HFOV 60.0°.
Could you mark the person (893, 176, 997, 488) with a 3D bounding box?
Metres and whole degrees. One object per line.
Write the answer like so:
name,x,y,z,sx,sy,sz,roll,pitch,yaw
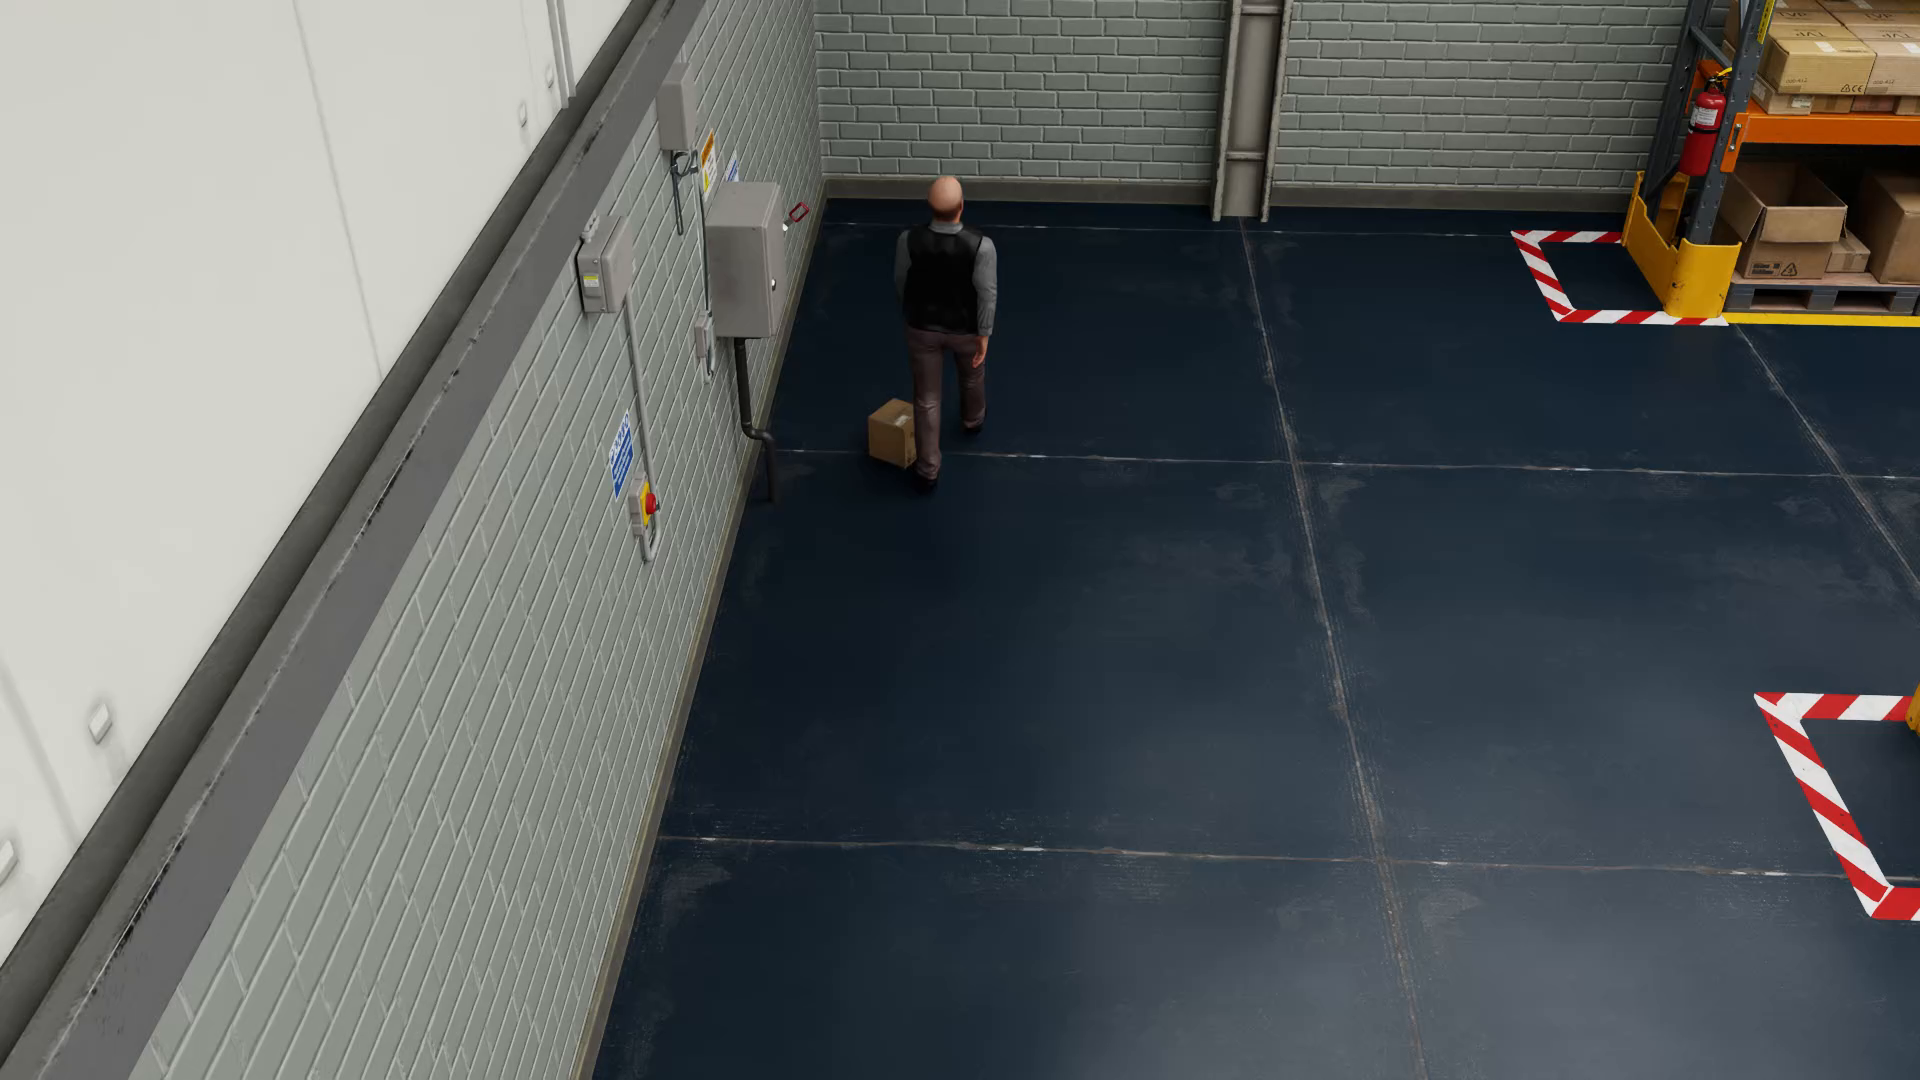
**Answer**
person,-0.074,-1.191,8.809,0.542,1.679,0.923,1,35,2
